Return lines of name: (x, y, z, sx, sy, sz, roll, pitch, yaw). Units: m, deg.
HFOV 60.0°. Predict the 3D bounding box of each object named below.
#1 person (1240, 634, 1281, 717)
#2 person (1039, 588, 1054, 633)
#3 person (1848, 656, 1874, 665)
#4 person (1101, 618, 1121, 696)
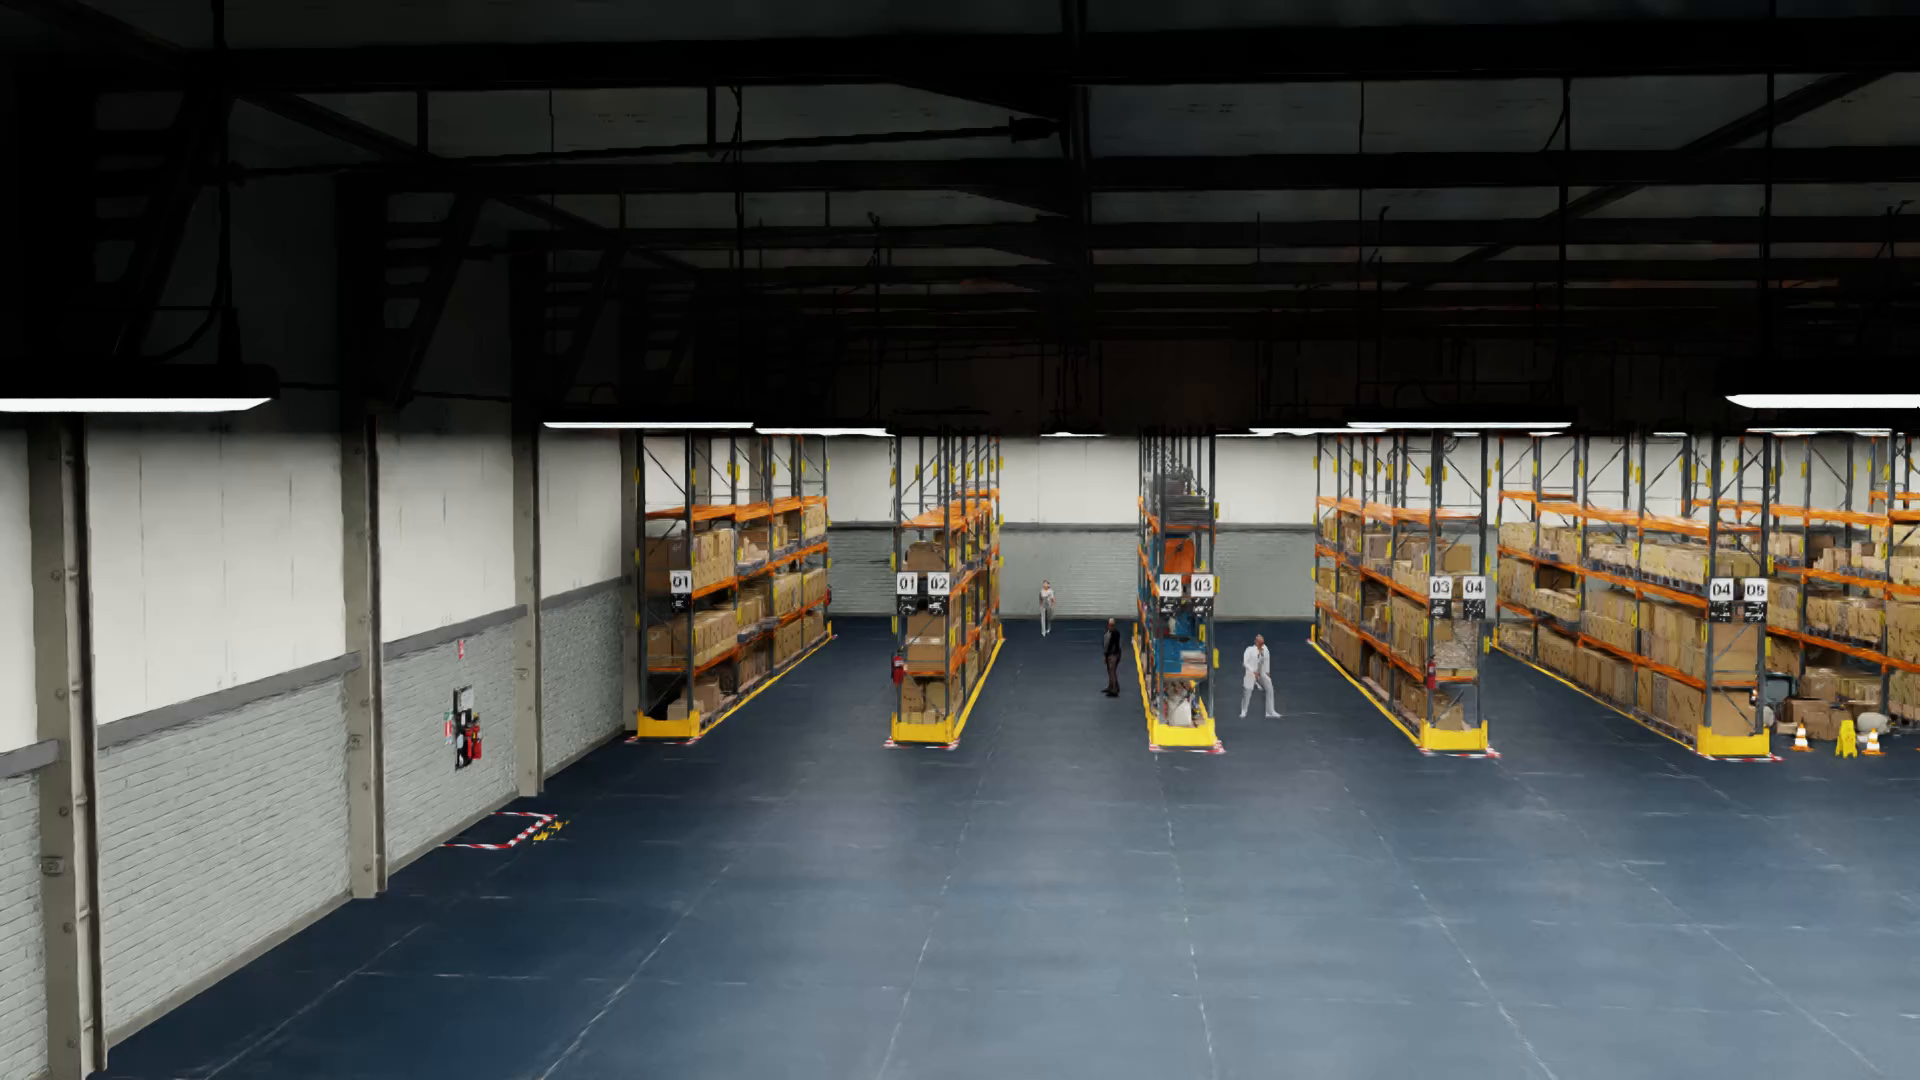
person: (6.092, 2.781, 34.094, 0.728, 1.722, 0.853, -1, 4, -14)
person: (2.538, 2.052, 48.578, 0.450, 1.318, 0.873, 0, 3, 4)
person: (22.844, 2.316, 42.112, 0.563, 1.659, 0.517, 2, 4, 24)
person: (3.352, 2.592, 37.052, 0.576, 1.718, 0.626, 2, 4, 33)
